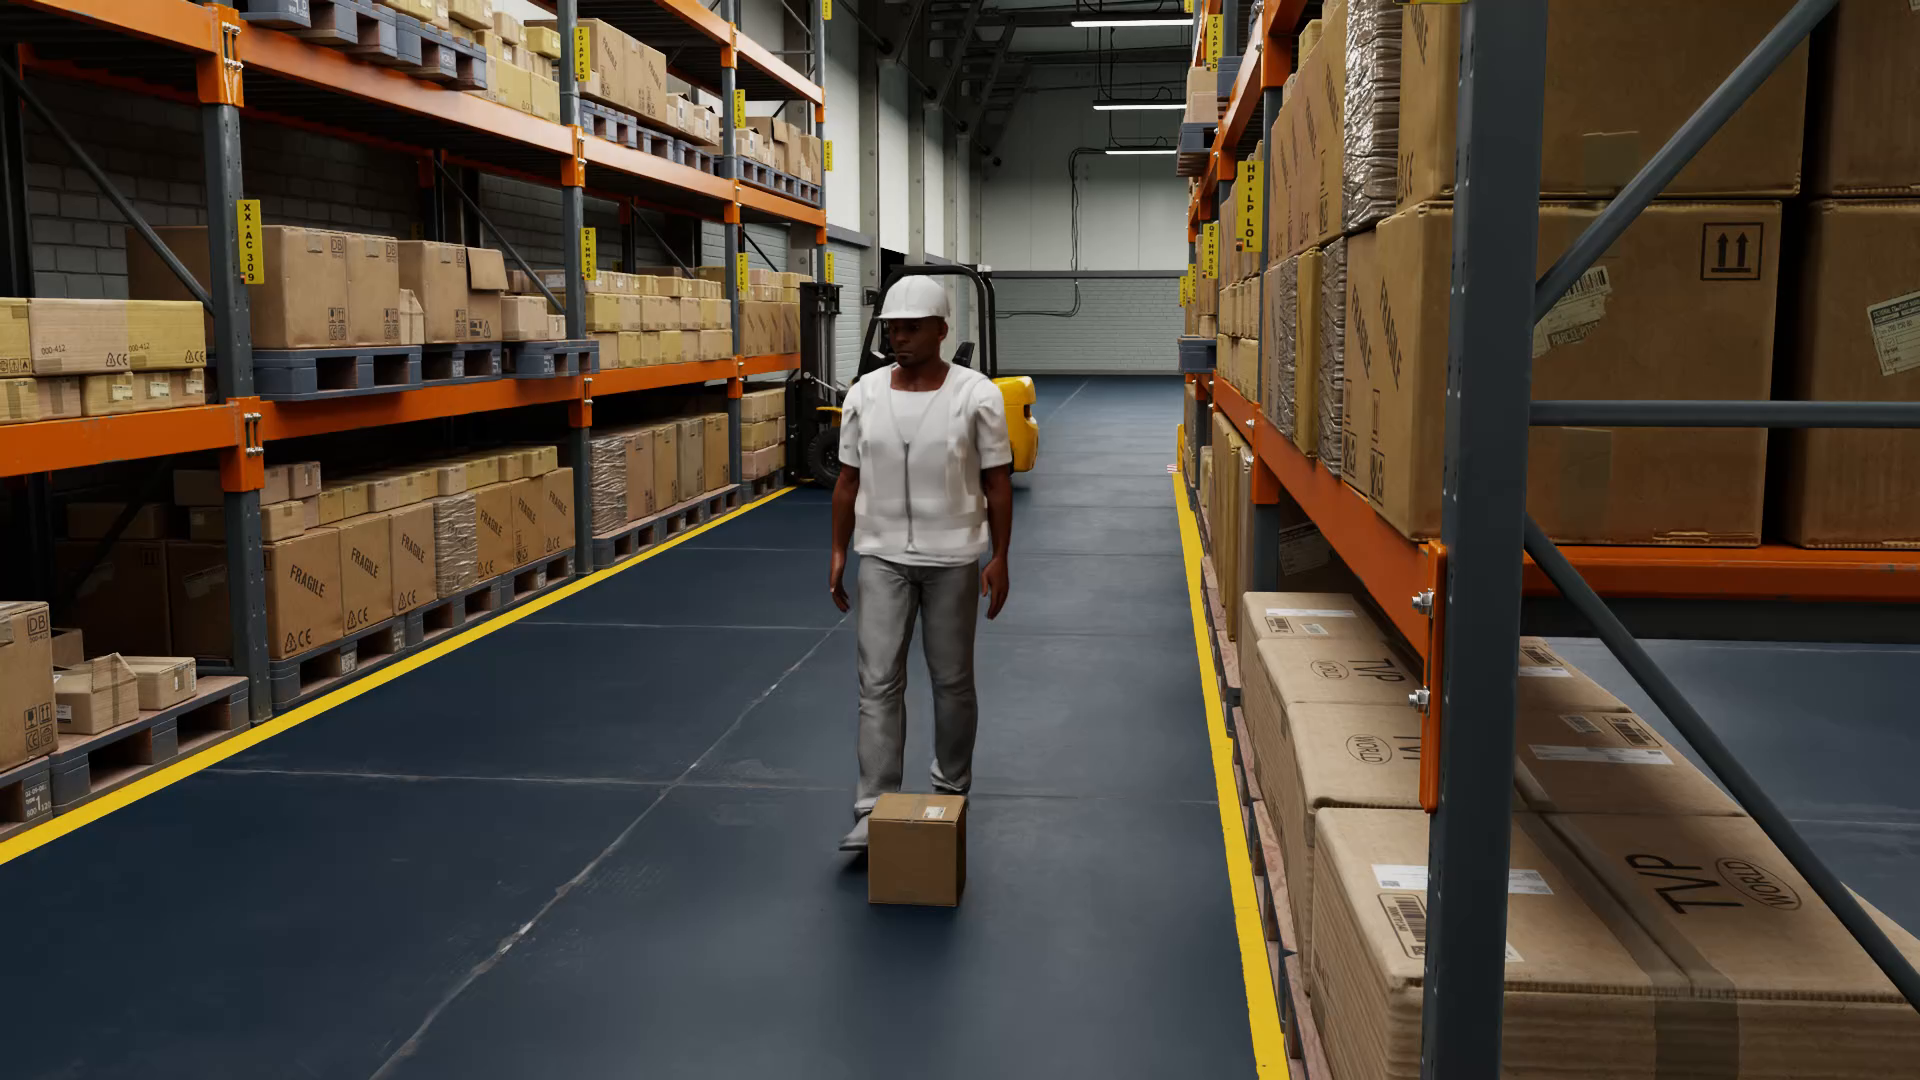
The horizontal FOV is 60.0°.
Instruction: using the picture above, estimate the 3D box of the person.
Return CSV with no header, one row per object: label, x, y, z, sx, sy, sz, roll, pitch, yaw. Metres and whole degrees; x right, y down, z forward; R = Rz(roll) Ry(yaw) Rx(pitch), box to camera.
person,-0.152,0.069,5.138,0.592,1.760,0.745,1,8,10
